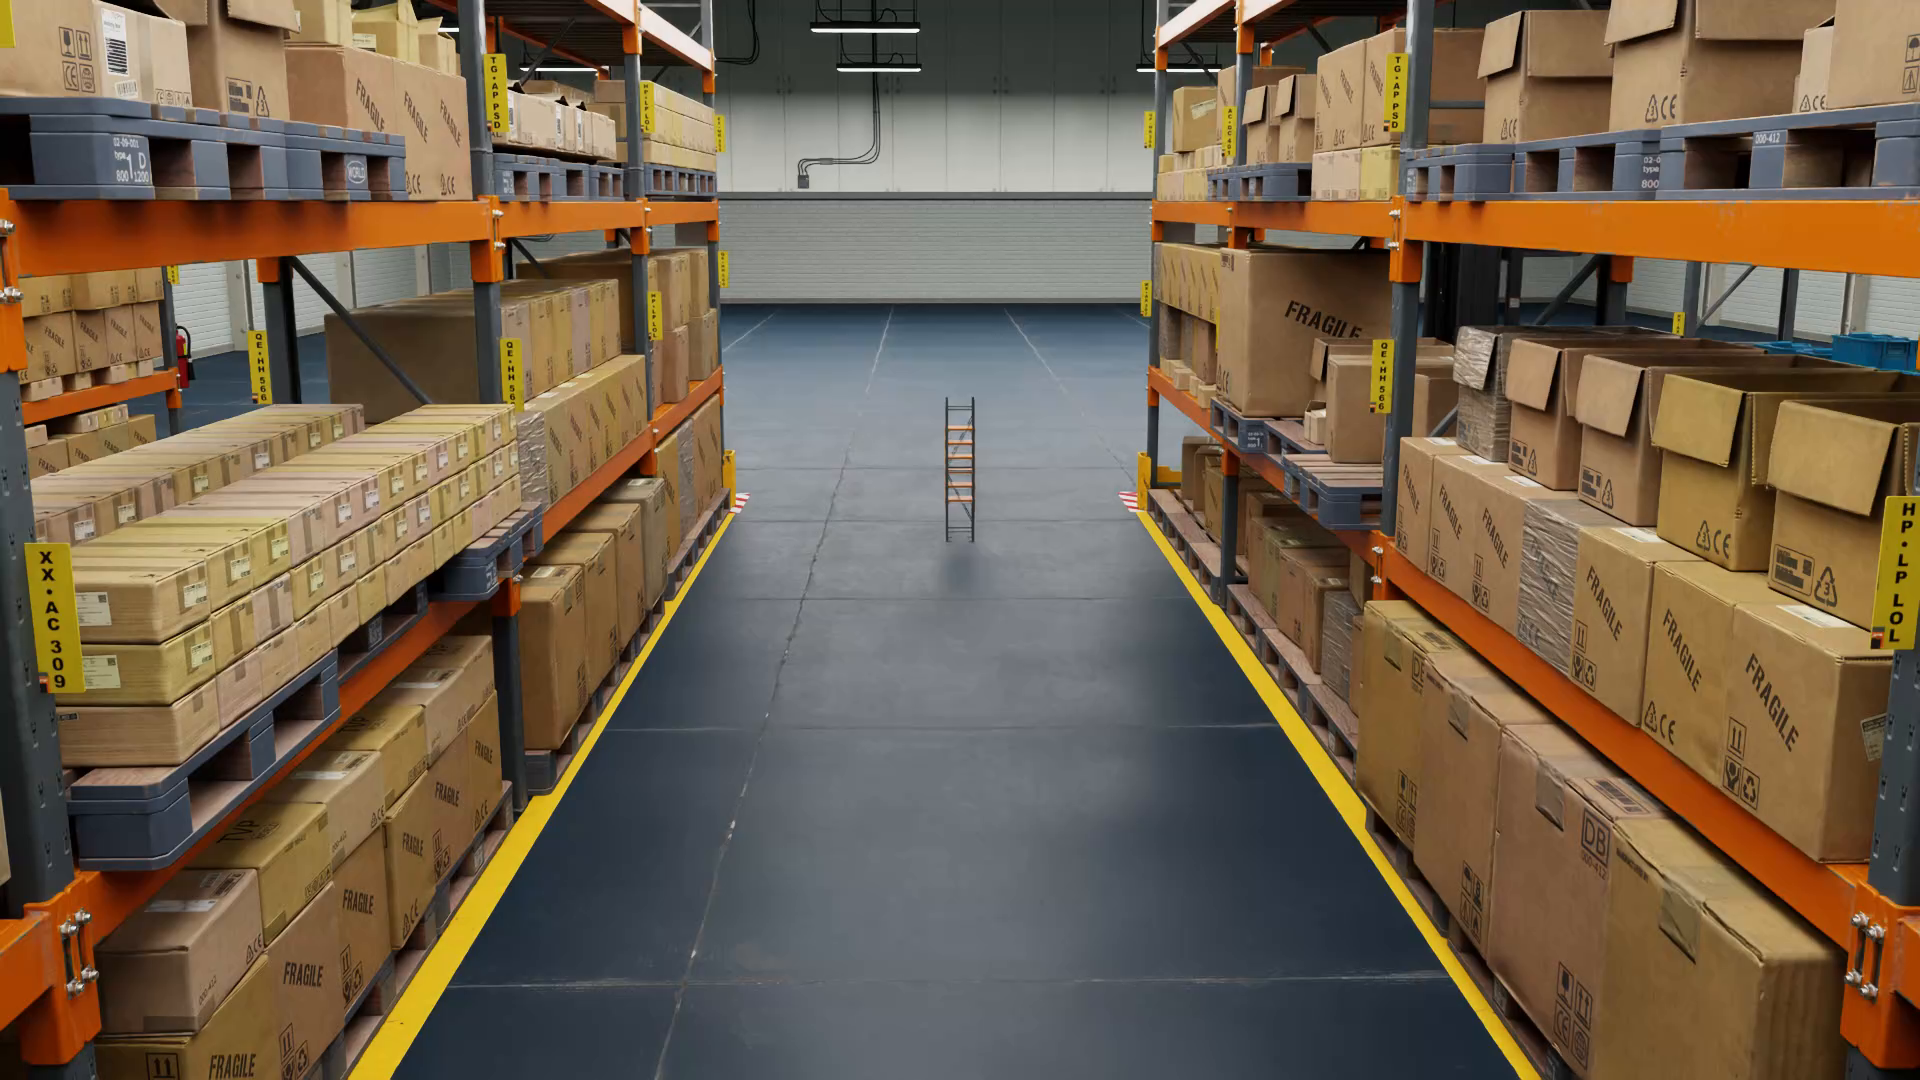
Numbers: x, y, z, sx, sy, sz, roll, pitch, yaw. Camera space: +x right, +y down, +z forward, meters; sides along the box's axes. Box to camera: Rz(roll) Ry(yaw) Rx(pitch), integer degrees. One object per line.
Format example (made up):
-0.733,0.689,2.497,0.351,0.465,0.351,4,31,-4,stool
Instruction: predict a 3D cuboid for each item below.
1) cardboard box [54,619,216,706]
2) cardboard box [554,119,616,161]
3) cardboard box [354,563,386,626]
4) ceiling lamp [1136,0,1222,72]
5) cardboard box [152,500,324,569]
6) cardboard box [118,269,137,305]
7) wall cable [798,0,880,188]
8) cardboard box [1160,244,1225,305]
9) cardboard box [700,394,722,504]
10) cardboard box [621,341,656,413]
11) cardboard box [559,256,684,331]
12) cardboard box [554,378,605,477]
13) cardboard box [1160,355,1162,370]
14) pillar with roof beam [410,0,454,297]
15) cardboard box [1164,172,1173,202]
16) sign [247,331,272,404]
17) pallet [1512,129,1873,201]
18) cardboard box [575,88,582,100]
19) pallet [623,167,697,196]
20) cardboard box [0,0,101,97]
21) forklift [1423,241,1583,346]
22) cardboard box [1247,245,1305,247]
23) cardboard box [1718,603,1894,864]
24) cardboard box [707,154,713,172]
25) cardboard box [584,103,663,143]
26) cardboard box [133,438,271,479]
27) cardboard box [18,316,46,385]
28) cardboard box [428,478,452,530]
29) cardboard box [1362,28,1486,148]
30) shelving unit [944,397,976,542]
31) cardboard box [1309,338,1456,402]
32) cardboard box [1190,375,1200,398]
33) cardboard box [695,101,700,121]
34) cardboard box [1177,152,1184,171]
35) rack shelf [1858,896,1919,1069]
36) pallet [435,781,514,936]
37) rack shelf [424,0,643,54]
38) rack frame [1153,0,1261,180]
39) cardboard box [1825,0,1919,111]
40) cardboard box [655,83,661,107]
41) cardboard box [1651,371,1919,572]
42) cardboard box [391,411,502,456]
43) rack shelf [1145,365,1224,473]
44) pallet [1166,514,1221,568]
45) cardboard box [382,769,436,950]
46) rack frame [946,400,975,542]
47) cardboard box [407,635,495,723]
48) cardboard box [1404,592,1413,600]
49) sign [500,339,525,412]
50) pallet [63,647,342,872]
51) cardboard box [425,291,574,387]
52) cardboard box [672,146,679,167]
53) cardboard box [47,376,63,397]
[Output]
-2.008,0.286,3.934,0.380,0.149,0.250,0,11,0,cardboard box
-2.451,-2.507,10.400,0.500,0.250,0.500,0,11,-1,cardboard box
-2.041,0.172,5.243,0.380,0.149,0.250,0,11,-2,cardboard box
5.151,-12.662,39.159,2.000,3.185,0.800,0,11,-1,ceiling lamp
-2.026,-0.016,4.673,0.380,0.149,0.250,0,11,-2,cardboard box
-7.423,-2.234,14.012,0.700,0.500,0.500,0,11,-1,cardboard box
-3.371,-12.784,45.889,2.305,6.003,0.169,0,11,-1,wall cable
1.995,-2.266,14.171,0.500,0.500,0.500,0,11,-1,cardboard box
-2.628,-0.821,14.849,0.875,0.875,0.875,0,11,-1,cardboard box
-2.645,-1.143,11.770,0.875,0.550,0.550,0,11,-1,cardboard box
-2.600,-1.889,12.732,0.875,0.550,0.550,0,11,-1,cardboard box
-2.313,-0.640,9.420,0.500,0.500,0.500,0,11,-2,cardboard box
2.021,-1.611,15.085,0.380,0.149,0.250,0,11,-1,cardboard box
-9.820,-10.509,43.224,9.100,9.000,0.548,0,11,-1,pillar with roof beam
2.021,-2.988,14.078,0.500,0.250,0.500,0,11,-2,cardboard box
-3.097,-0.765,7.375,0.100,0.325,0.005,0,11,-1,sign
2.511,-1.228,5.501,1.003,0.211,1.213,0,11,1,pallet
-2.966,-3.210,12.110,0.380,0.149,0.250,0,11,0,cardboard box
-2.654,-2.827,13.128,1.003,0.211,1.213,0,11,-1,pallet
-2.358,-1.206,3.608,0.700,0.500,0.500,0,11,-1,cardboard box
5.183,-1.815,15.636,3.031,2.935,1.130,-1,12,-7,forklift
2.535,-2.169,13.692,0.500,0.500,0.500,0,11,-1,cardboard box
2.218,0.453,4.029,0.500,0.500,0.500,0,11,-1,cardboard box
-2.358,-3.278,14.452,0.380,0.149,0.250,0,11,-1,cardboard box
-2.355,-2.891,11.544,0.500,0.250,0.500,0,11,-1,cardboard box
-2.706,-0.274,5.943,0.380,0.149,0.250,0,11,1,cardboard box
-7.334,-1.438,12.605,0.500,0.500,0.500,0,11,-2,cardboard box
-2.054,-0.128,5.975,0.380,0.149,0.250,0,11,-2,cardboard box
2.158,-2.059,7.610,0.500,0.500,0.500,0,11,0,cardboard box
0.000,-0.591,13.954,0.258,1.200,0.189,0,11,-1,shelving unit
2.464,-0.908,9.676,0.797,0.503,0.637,1,12,5,cardboard box
2.021,-1.213,13.125,0.380,0.149,0.250,0,11,-1,cardboard box
-2.342,-3.516,13.621,0.380,0.149,0.250,0,11,-1,cardboard box
2.000,-3.123,13.739,0.380,0.149,0.250,0,11,-1,cardboard box
2.542,1.344,1.698,1.077,0.370,4.000,0,11,-1,rack shelf
-2.528,1.321,7.016,1.003,0.211,1.213,0,11,-1,pallet
-2.584,-2.990,8.979,1.077,0.370,4.000,0,11,-1,rack shelf
2.253,-4.731,14.748,1.000,3.000,0.127,0,11,-1,rack frame
2.479,-1.246,3.804,0.700,0.500,0.500,0,11,0,cardboard box
-2.299,-3.113,11.633,0.380,0.149,0.250,0,11,-2,cardboard box
2.477,-0.210,4.775,0.797,0.503,0.637,0,11,-1,cardboard box
-2.071,-0.430,6.711,0.380,0.149,0.250,0,11,-2,cardboard box
2.294,-1.041,13.456,1.077,0.370,4.000,0,11,-1,rack shelf
2.258,-0.006,13.558,1.003,0.211,1.213,0,11,-1,pallet
-2.233,1.157,6.045,0.500,0.500,0.500,-1,11,-4,cardboard box
0.002,-0.573,13.864,0.240,1.200,0.006,0,11,-1,rack frame
-2.266,0.586,6.972,0.500,0.250,0.500,-1,11,-2,cardboard box
2.375,0.308,8.292,0.500,0.250,0.500,0,11,1,cardboard box
-2.000,-0.733,7.417,0.100,0.325,0.005,0,11,-1,sign
-2.330,0.536,4.356,1.003,0.211,1.213,0,11,-1,pallet
-2.577,-1.133,9.334,0.700,0.500,0.500,0,11,-2,cardboard box
-2.316,-2.874,12.459,0.380,0.149,0.250,0,11,-2,cardboard box
-7.308,-1.201,13.064,0.380,0.149,0.250,0,11,-1,cardboard box
